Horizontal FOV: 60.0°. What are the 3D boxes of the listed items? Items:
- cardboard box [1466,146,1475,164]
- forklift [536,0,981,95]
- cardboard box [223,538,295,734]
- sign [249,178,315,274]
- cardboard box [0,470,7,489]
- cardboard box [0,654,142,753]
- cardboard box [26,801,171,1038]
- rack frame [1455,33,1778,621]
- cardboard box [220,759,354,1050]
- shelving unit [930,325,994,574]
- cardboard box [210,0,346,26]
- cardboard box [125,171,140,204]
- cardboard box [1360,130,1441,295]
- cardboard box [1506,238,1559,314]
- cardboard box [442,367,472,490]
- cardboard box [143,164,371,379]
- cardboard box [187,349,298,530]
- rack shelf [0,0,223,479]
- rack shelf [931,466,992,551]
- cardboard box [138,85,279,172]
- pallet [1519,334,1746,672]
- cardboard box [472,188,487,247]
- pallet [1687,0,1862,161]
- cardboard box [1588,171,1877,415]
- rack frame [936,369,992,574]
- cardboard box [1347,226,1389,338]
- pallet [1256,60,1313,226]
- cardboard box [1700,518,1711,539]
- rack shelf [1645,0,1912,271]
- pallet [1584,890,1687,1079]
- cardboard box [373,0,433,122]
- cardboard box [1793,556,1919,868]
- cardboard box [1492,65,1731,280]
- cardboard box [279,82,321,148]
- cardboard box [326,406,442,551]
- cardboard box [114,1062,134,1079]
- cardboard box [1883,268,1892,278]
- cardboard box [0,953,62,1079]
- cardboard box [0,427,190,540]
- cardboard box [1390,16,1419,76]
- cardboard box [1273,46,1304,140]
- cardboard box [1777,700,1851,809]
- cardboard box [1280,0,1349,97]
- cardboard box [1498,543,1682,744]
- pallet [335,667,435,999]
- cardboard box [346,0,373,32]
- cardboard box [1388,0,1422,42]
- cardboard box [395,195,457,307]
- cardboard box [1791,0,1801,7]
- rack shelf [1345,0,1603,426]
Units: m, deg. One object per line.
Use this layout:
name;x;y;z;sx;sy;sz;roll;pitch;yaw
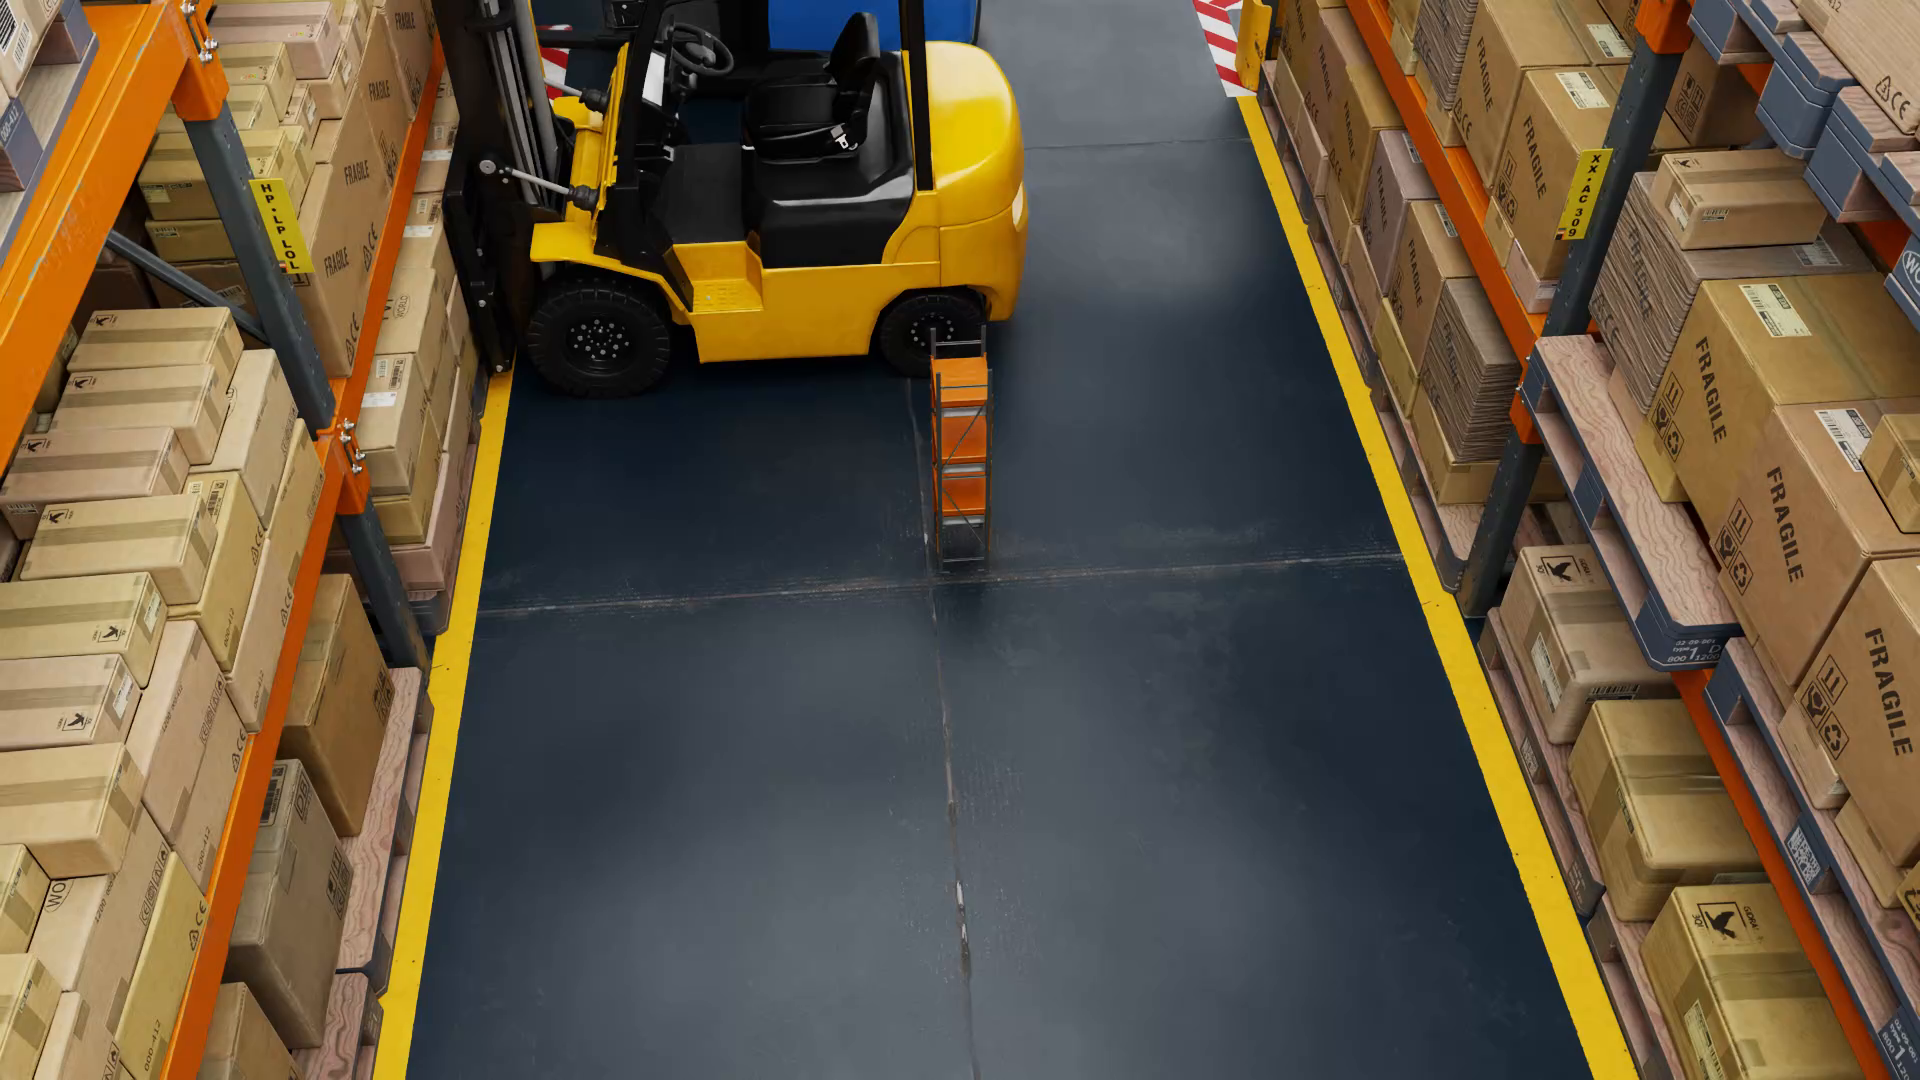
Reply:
cardboard box;2.140;-1.477;6.256;0.380;0.149;0.250;-4;47;-4
forklift;-1.420;-3.776;8.308;3.031;2.935;1.130;3;47;3
cardboard box;-2.146;0.273;4.529;0.500;0.250;0.500;-4;47;-4
sign;-1.957;-0.902;4.795;0.100;0.325;0.005;-3;47;-3
cardboard box;-2.691;-0.103;4.266;0.380;0.149;0.250;-4;47;-3
cardboard box;-2.110;0.408;3.782;0.380;0.149;0.250;-3;47;-3
cardboard box;-2.090;0.837;3.650;0.500;0.250;0.500;-3;47;-3
rack frame;2.449;-0.795;5.437;1.000;3.000;0.127;-3;47;-3
cardboard box;-2.385;1.120;4.969;0.875;0.625;0.625;-4;47;-4
shelving unit;0.005;-0.322;6.332;0.215;1.050;0.252;-3;47;-3
cardboard box;-2.338;-1.845;5.711;0.380;0.149;0.250;-4;47;-4
cardboard box;-2.835;-1.144;5.252;0.380;0.149;0.250;-5;47;-4
cardboard box;2.044;-1.401;7.099;0.500;0.500;0.500;-1;47;-1
cardboard box;2.119;-0.923;5.731;0.380;0.149;0.250;-4;47;-4
cardboard box;-2.265;-0.426;6.692;0.500;0.250;0.500;-4;47;-4
cardboard box;-2.274;-0.862;5.432;0.500;0.500;0.500;-5;47;-4
cardboard box;-2.201;-0.271;4.700;0.500;0.250;0.500;-4;47;-4
rack shelf;-2.329;0.172;2.950;1.077;0.370;4.000;-3;47;-3
rack shelf;0.004;-0.124;6.542;0.215;0.259;0.240;-3;47;-3
cardboard box;-2.357;-1.282;5.177;0.380;0.149;0.250;-3;47;-3
pallet;2.368;-0.167;4.975;1.003;0.211;1.213;-3;47;-3
cardboard box;-2.346;-1.324;7.199;0.500;0.250;0.500;-4;47;-3
pallet;2.395;-1.309;3.987;1.213;0.211;1.003;-3;47;-3
cardboard box;2.203;-0.720;4.803;0.500;0.500;0.500;-2;47;-2
rack frame;0.015;-0.234;6.249;0.200;1.050;0.008;-3;47;-3
cardboard box;2.039;-1.158;7.386;0.500;0.250;0.500;-3;47;-3
pallet;2.153;-2.085;8.580;1.003;0.211;1.213;-3;47;-3
cardboard box;2.293;-0.052;4.617;0.380;0.149;0.250;-1;47;-1
rack shelf;2.617;-0.132;3.239;1.077;0.370;4.000;-3;47;-3
pallet;2.621;1.612;5.078;1.003;0.211;1.213;-3;47;-3
cardboard box;-2.398;-1.969;6.480;0.500;0.500;0.500;-3;47;-3
cardboard box;2.327;0.372;3.768;0.500;0.500;0.500;-5;47;-5
cardboard box;2.164;-1.238;5.583;0.500;0.500;0.500;-5;47;-4
cardboard box;-2.334;-1.369;5.465;0.380;0.149;0.250;-4;47;-3
cardboard box;-2.230;-0.230;6.162;0.500;0.250;0.500;-4;47;-3
cardboard box;-2.043;1.383;3.478;0.500;0.250;0.500;-5;47;-5
cardboard box;2.759;-0.397;4.497;0.500;0.500;0.500;-3;47;-3
cardboard box;-2.014;0.964;3.255;0.380;0.149;0.250;-3;47;-2
cardboard box;-2.239;-0.149;4.309;0.380;0.149;0.250;-4;47;-3
cardboard box;1.981;-2.028;6.778;0.380;0.149;0.250;-3;47;-3
cardboard box;1.906;-2.288;8.455;0.500;0.250;0.500;-4;47;-4
cardboard box;2.262;0.511;4.084;0.380;0.149;0.250;-2;47;-2
cardboard box;1.909;-2.528;8.167;0.500;0.500;0.500;-5;47;-5
cardboard box;2.496;0.343;5.879;0.950;0.372;0.625;-3;47;-3
pallet;-2.396;0.999;5.659;1.003;0.211;1.213;-3;47;-3
cardboard box;-2.340;-1.923;5.989;0.380;0.149;0.250;-5;47;-5
cardboard box;2.019;-2.356;6.641;0.500;0.500;0.500;-4;47;-4
cardboard box;-2.310;-1.132;6.672;0.500;0.250;0.500;-2;47;-2
cardboard box;2.099;-1.472;3.826;0.500;0.250;0.500;-5;47;-4
rack shelf;2.282;-1.995;7.069;1.077;0.370;4.000;-3;47;-3
